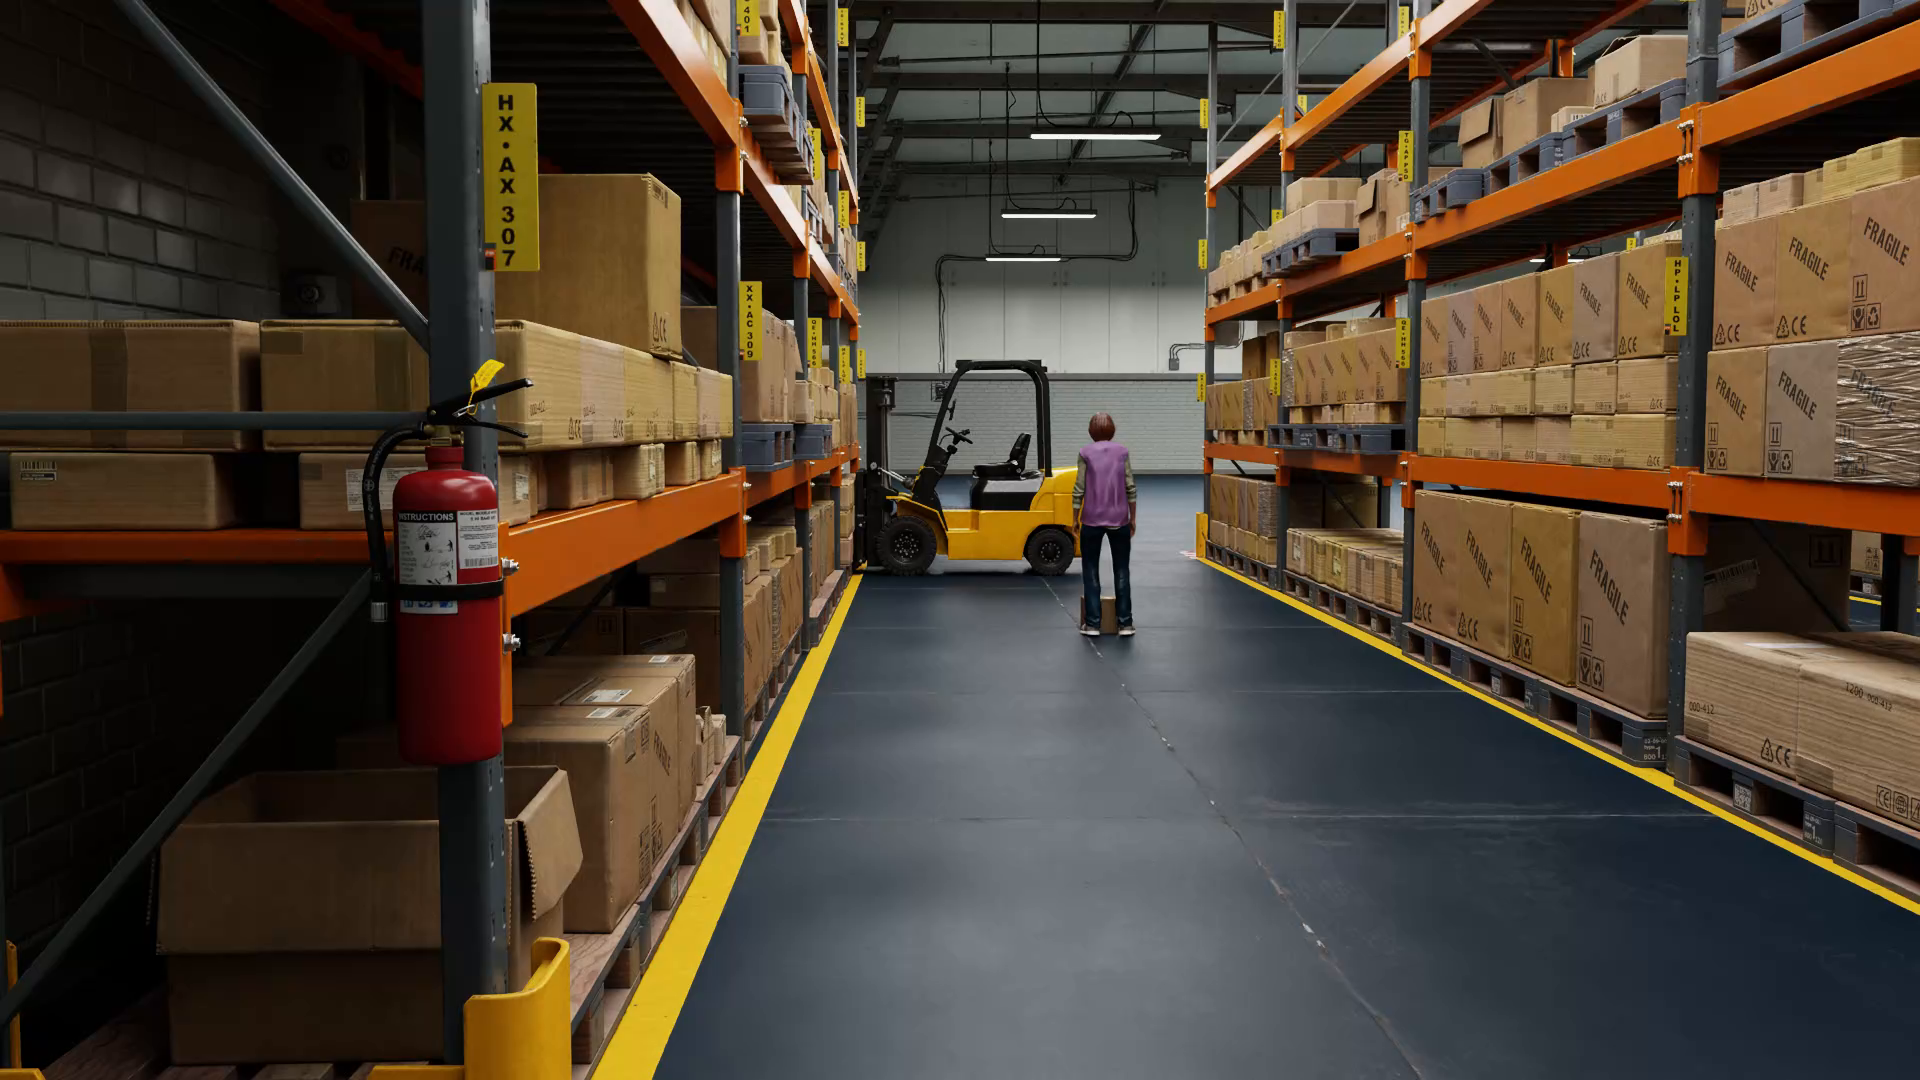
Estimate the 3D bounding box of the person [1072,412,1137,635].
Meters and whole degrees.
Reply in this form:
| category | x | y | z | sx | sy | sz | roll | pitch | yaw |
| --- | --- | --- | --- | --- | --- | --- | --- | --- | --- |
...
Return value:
| category | x | y | z | sx | sy | sz | roll | pitch | yaw |
| --- | --- | --- | --- | --- | --- | --- | --- | --- | --- |
| person | 1.032 | -0.111 | 11.857 | 0.472 | 1.592 | 0.350 | 0 | 4 | -2 |
